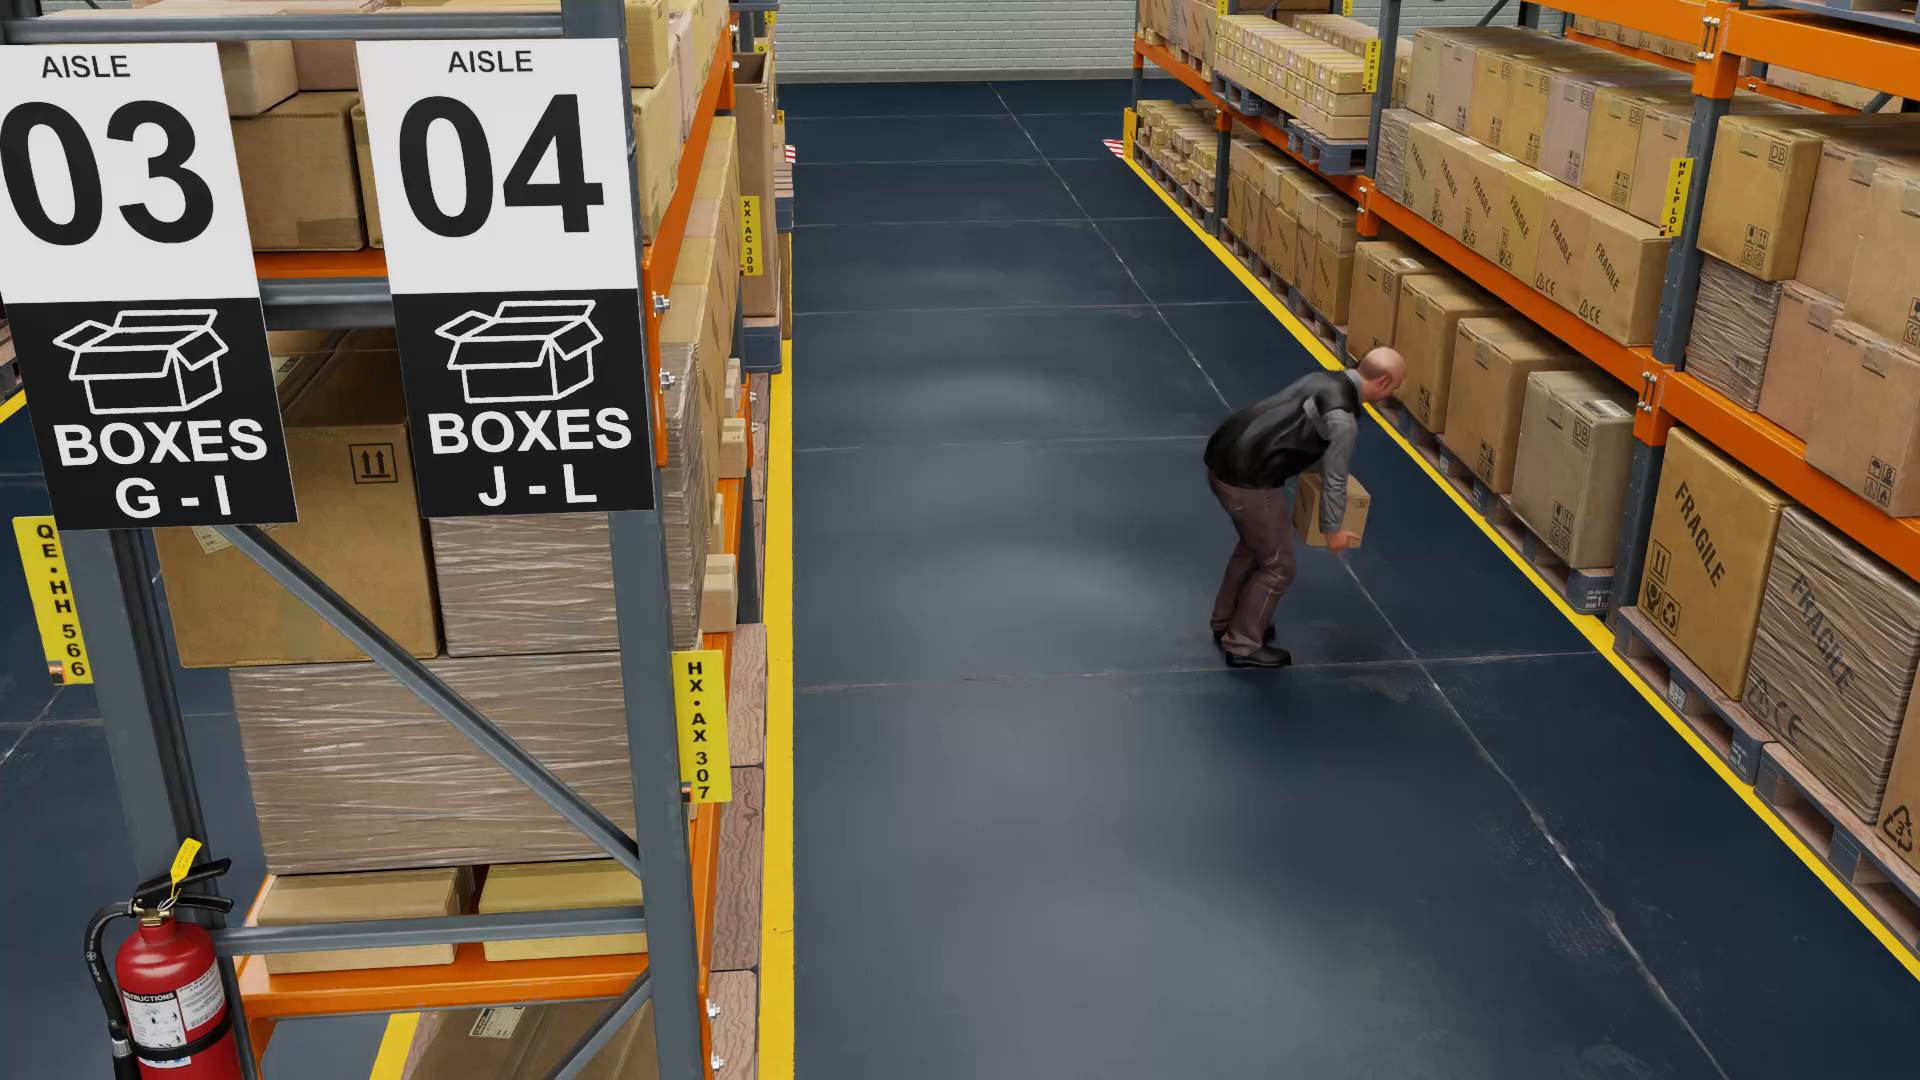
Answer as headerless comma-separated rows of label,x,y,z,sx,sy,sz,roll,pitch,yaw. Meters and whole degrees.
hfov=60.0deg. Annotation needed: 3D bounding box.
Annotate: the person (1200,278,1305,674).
person,1.277,-0.296,7.308,0.427,1.720,0.591,-4,24,-8
